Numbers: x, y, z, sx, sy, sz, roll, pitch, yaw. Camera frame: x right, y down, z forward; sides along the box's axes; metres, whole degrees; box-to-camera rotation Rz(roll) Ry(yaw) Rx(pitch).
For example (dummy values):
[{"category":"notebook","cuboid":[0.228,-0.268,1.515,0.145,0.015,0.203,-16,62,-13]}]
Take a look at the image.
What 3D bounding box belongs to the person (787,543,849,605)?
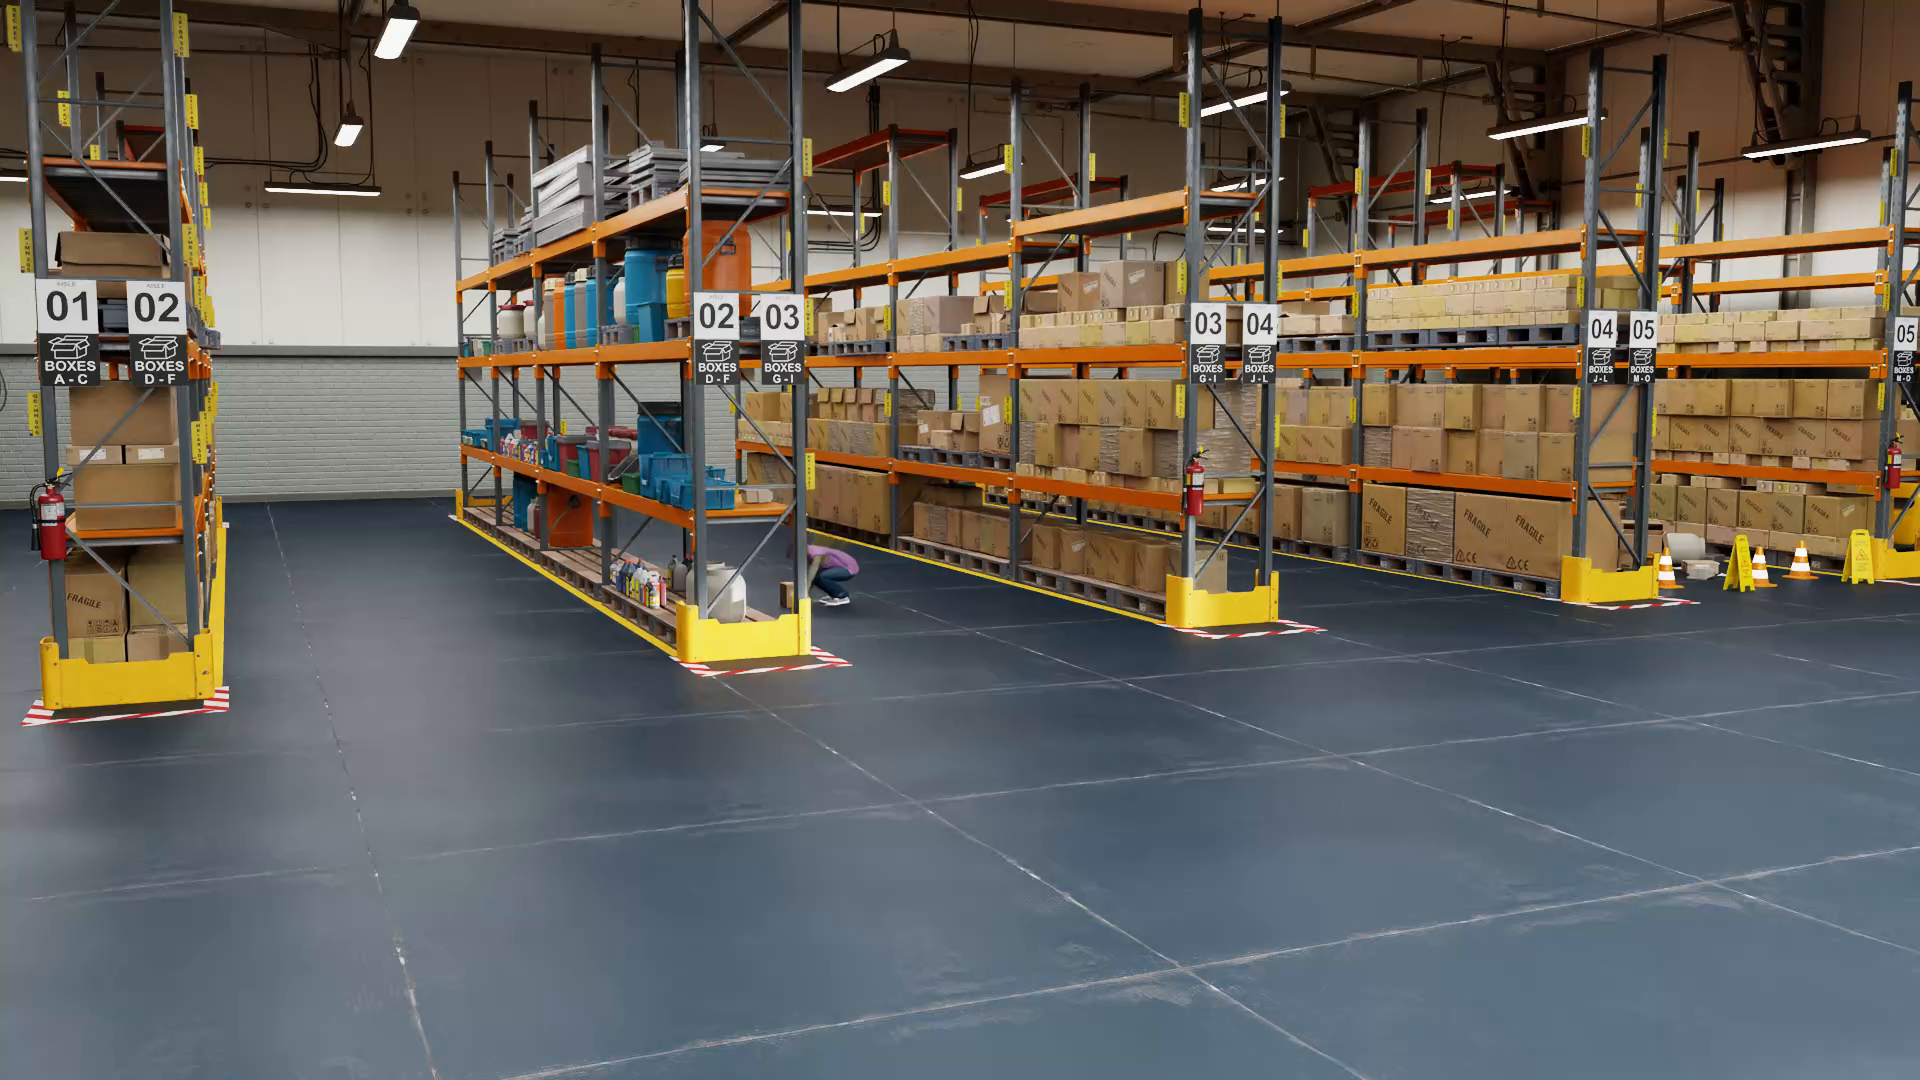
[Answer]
[{"category":"person","cuboid":[-1.507,0.403,18.147,0.816,0.736,0.382,-3,6,-24]}]
